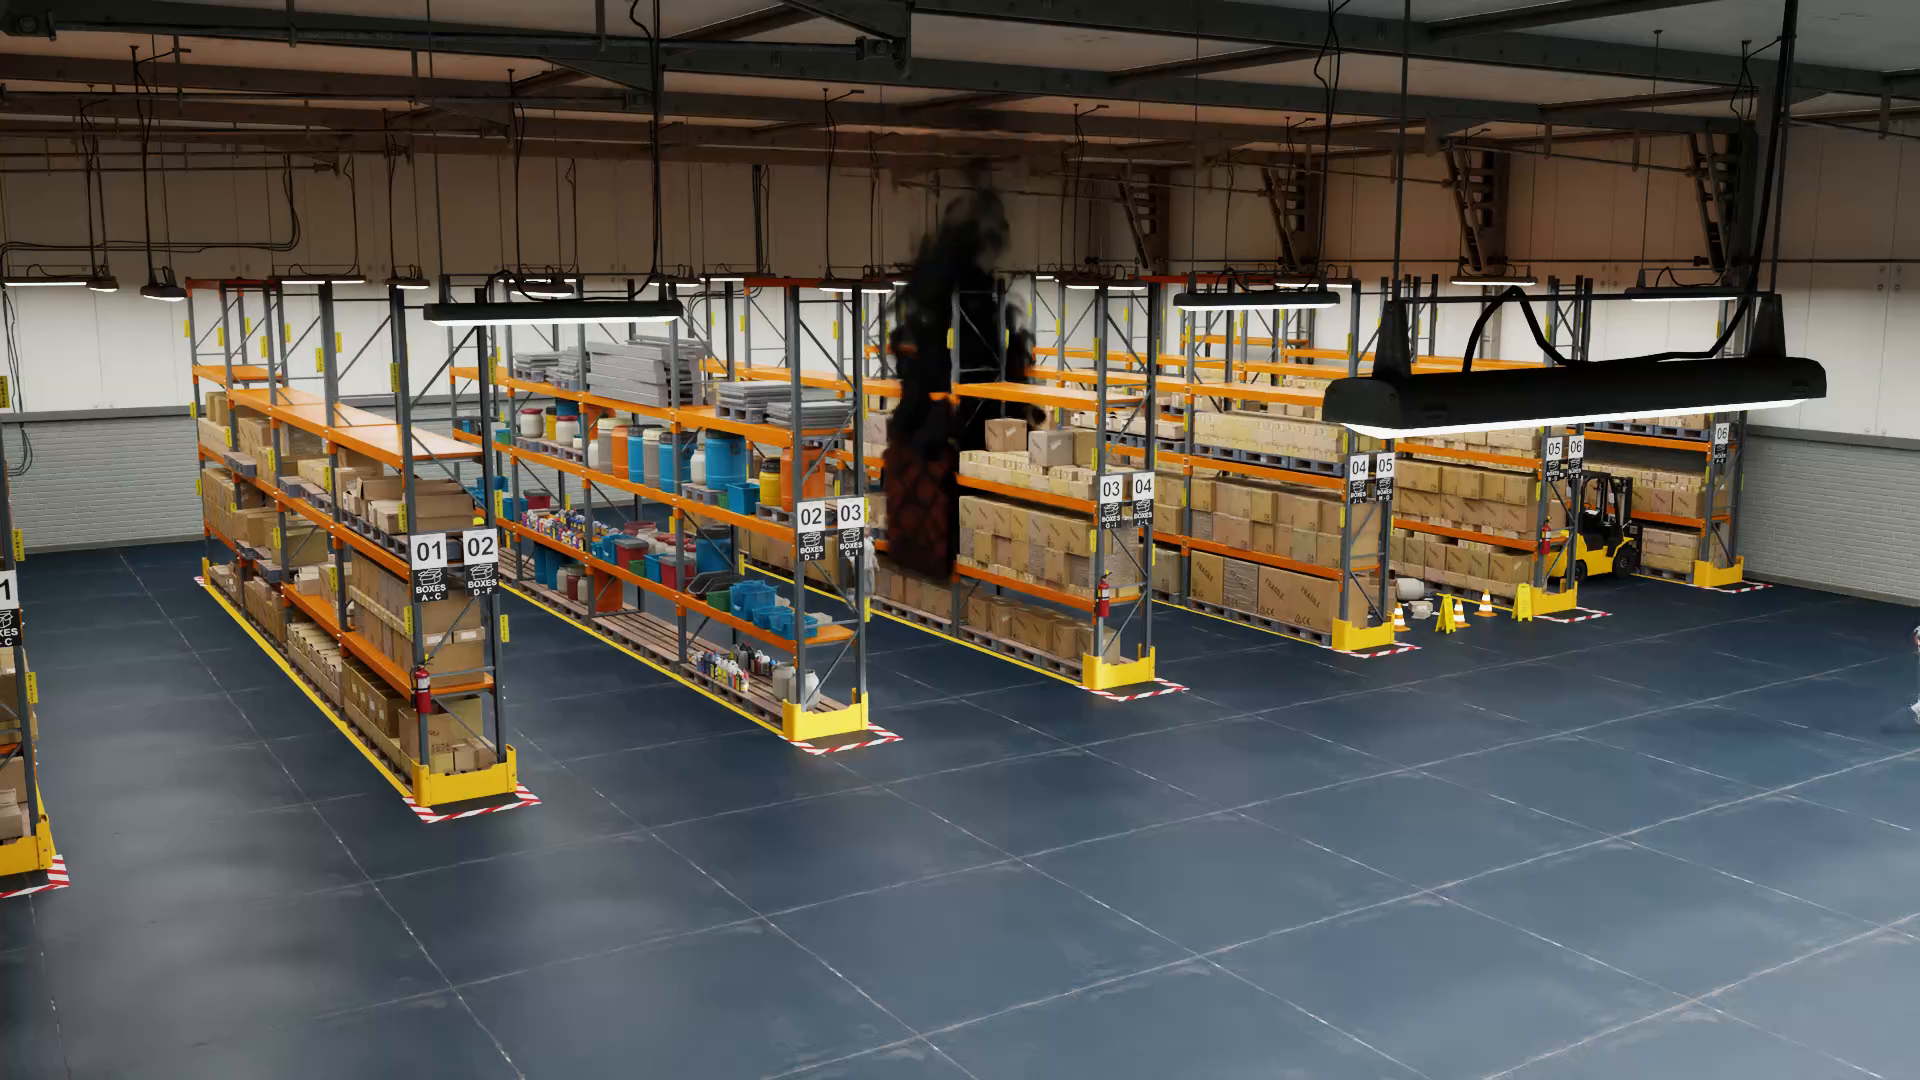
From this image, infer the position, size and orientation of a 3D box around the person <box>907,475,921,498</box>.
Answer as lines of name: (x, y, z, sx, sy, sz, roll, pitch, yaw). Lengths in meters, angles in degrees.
person: (-0.914, -0.614, 36.629, 0.549, 1.663, 0.663, -6, 11, -31)

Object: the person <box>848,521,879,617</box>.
person: (-1.666, 0.476, 28.517, 0.603, 1.659, 0.515, -8, 13, -41)

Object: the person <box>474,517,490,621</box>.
person: (-8.005, 0.539, 27.838, 0.676, 1.871, 0.756, -7, 12, -37)

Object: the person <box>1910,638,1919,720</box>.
person: (13.264, 1.743, 22.401, 0.888, 1.769, 0.681, 0, 10, 0)
